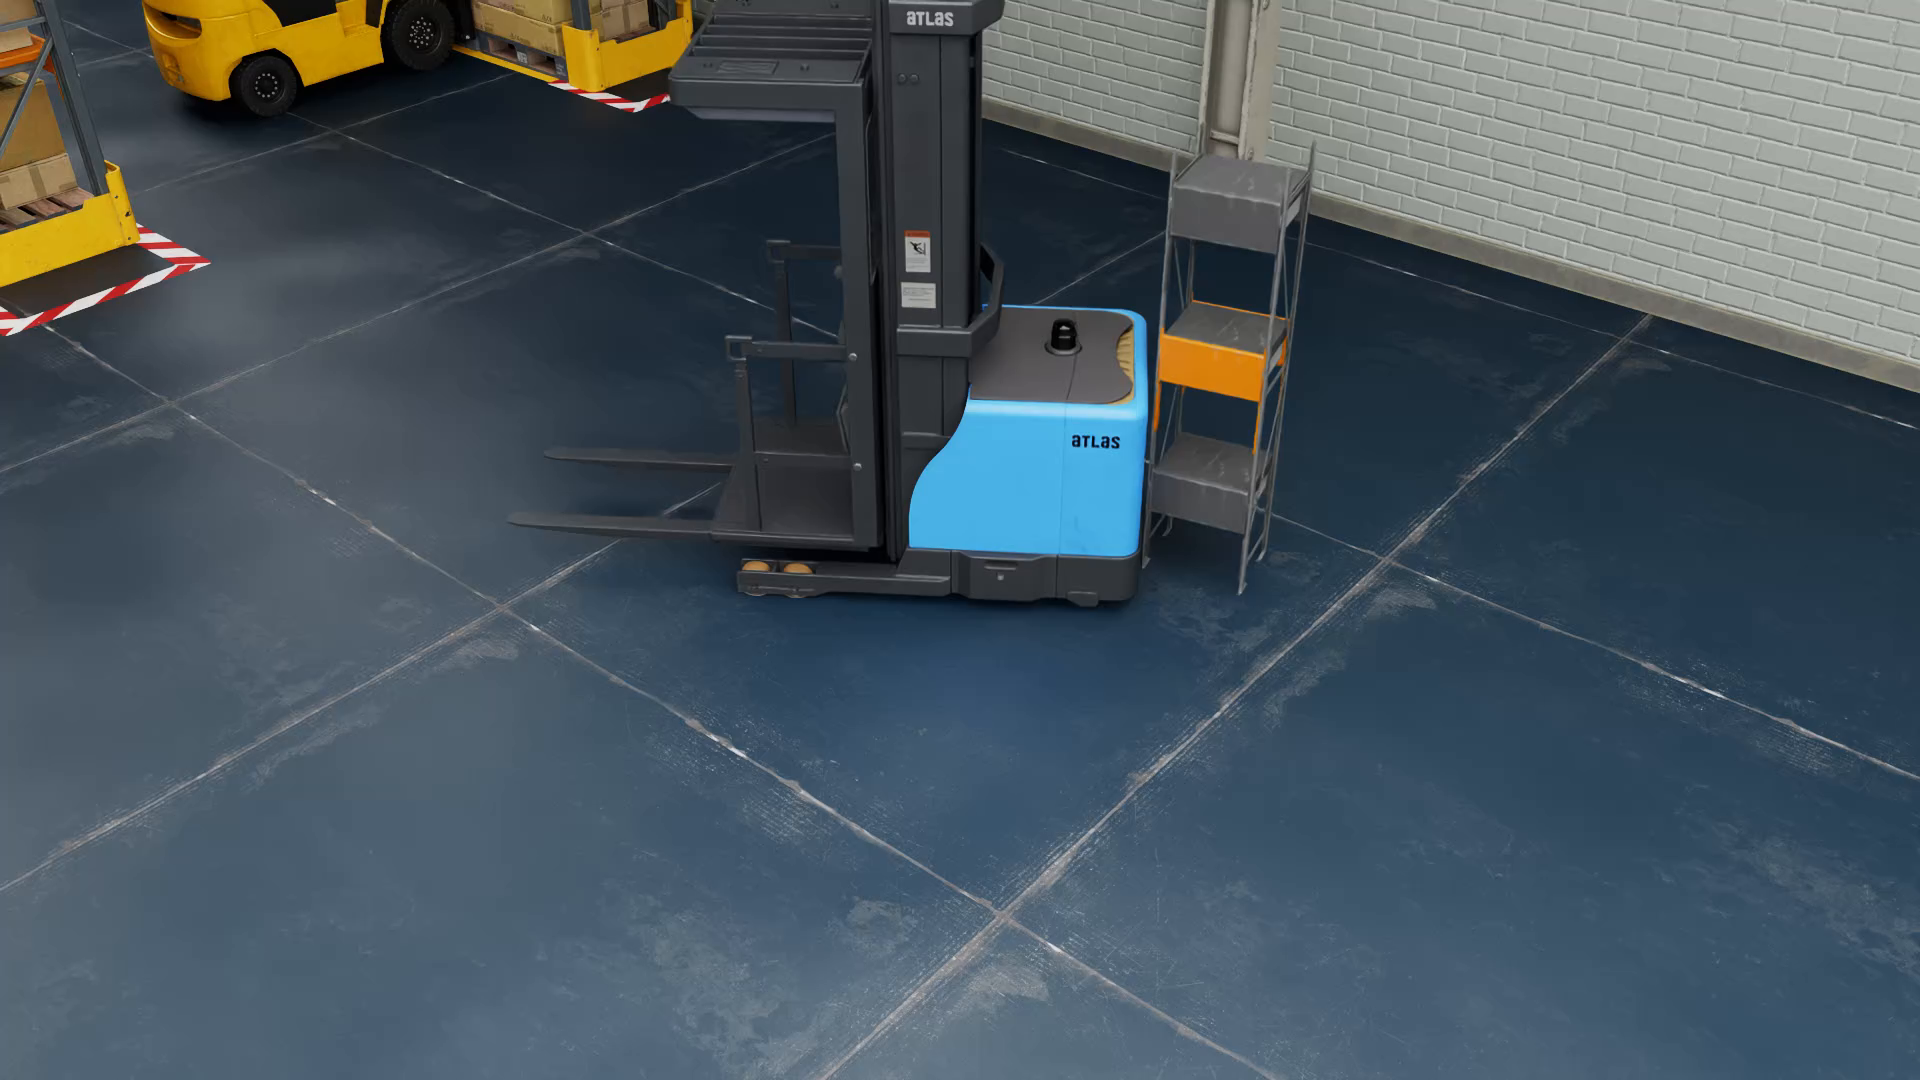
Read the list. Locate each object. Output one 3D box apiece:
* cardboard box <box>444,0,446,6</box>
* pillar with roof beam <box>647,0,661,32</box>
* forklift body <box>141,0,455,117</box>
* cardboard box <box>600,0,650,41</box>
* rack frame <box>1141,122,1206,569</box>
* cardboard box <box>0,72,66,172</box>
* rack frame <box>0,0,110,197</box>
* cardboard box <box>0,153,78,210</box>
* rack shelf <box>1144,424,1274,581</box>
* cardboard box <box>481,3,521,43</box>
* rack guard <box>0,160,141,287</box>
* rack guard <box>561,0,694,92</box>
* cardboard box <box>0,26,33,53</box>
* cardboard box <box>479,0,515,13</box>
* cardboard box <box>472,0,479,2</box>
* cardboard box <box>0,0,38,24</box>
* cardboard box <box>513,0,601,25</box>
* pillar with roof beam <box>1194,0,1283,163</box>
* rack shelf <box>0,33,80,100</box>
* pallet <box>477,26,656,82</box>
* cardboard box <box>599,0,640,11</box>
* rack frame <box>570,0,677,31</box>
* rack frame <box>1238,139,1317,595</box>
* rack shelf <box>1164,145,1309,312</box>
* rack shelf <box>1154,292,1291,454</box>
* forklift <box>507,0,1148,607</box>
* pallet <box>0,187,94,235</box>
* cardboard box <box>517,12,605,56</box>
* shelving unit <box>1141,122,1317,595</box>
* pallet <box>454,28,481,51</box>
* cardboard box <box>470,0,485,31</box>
[{"bbox_3d":[-4.496,-4.819,14.676,0.500,0.250,0.500,27,43,33],"label":"cardboard box"},{"bbox_3d":[-5.478,-6.443,9.684,0.400,9.000,9.100,25,42,32],"label":"pillar with roof beam"},{"bbox_3d":[-5.389,-4.742,13.256,1.214,2.155,2.313,25,42,32],"label":"forklift body"},{"bbox_3d":[-3.017,-4.502,14.213,0.500,0.250,0.500,25,42,32],"label":"cardboard box"},{"bbox_3d":[0.969,-0.831,7.603,0.015,2.100,0.400,15,37,21],"label":"rack frame"},{"bbox_3d":[-6.400,-2.808,11.084,0.500,0.500,0.500,24,41,30],"label":"cardboard box"},{"bbox_3d":[-5.938,-3.038,10.024,0.127,3.000,1.000,25,42,32],"label":"rack frame"},{"bbox_3d":[-6.381,-2.490,11.285,0.500,0.250,0.500,25,42,31],"label":"cardboard box"},{"bbox_3d":[1.190,-0.181,7.917,0.480,0.518,0.431,15,37,21],"label":"rack shelf"},{"bbox_3d":[-3.704,-4.456,14.146,0.500,0.250,0.500,25,42,32],"label":"cardboard box"},{"bbox_3d":[-5.996,-2.035,10.772,0.348,0.500,1.175,25,42,32],"label":"rack guard"},{"bbox_3d":[-2.746,-4.160,13.866,0.348,0.500,1.175,25,42,32],"label":"rack guard"},{"bbox_3d":[-6.067,-3.148,10.406,0.250,0.149,0.380,25,42,32],"label":"cardboard box"},{"bbox_3d":[-3.718,-4.672,14.019,0.500,0.250,0.500,25,42,31],"label":"cardboard box"},{"bbox_3d":[-4.128,-4.849,14.278,0.500,0.250,0.500,24,41,31],"label":"cardboard box"},{"bbox_3d":[-6.124,-3.494,10.337,0.500,0.500,0.500,25,41,31],"label":"cardboard box"},{"bbox_3d":[-3.339,-4.485,13.748,0.500,0.250,0.500,25,41,31],"label":"cardboard box"},{"bbox_3d":[-0.867,-4.270,6.519,0.400,9.000,9.100,25,42,32],"label":"pillar with roof beam"},{"bbox_3d":[-7.475,-3.466,11.283,4.000,0.370,1.077,25,42,32],"label":"rack shelf"},{"bbox_3d":[-3.379,-4.308,14.337,1.213,0.211,1.003,25,42,32],"label":"pallet"},{"bbox_3d":[-2.993,-4.706,14.068,0.500,0.250,0.500,26,42,33],"label":"cardboard box"},{"bbox_3d":[-2.765,-5.199,13.171,0.127,3.000,1.000,25,42,32],"label":"rack frame"},{"bbox_3d":[1.409,-0.713,7.428,0.015,2.100,0.400,15,37,21],"label":"rack frame"},{"bbox_3d":[1.188,-1.340,7.130,0.480,0.518,0.431,15,37,21],"label":"rack shelf"},{"bbox_3d":[1.189,-0.761,7.523,0.480,0.518,0.431,15,37,21],"label":"rack shelf"},{"bbox_3d":[-0.642,-1.228,7.449,3.031,2.935,1.130,3,35,4],"label":"forklift"},{"bbox_3d":[-6.598,-2.226,11.305,1.213,0.211,1.003,25,42,32],"label":"pallet"},{"bbox_3d":[-3.328,-4.272,13.878,0.500,0.250,0.500,26,42,32],"label":"cardboard box"},{"bbox_3d":[1.189,-0.772,7.516,0.503,2.100,0.431,15,37,21],"label":"shelving unit"},{"bbox_3d":[-4.313,-4.751,14.981,1.213,0.211,1.003,25,42,32],"label":"pallet"},{"bbox_3d":[-4.083,-4.641,14.416,0.500,0.250,0.500,26,42,32],"label":"cardboard box"}]
